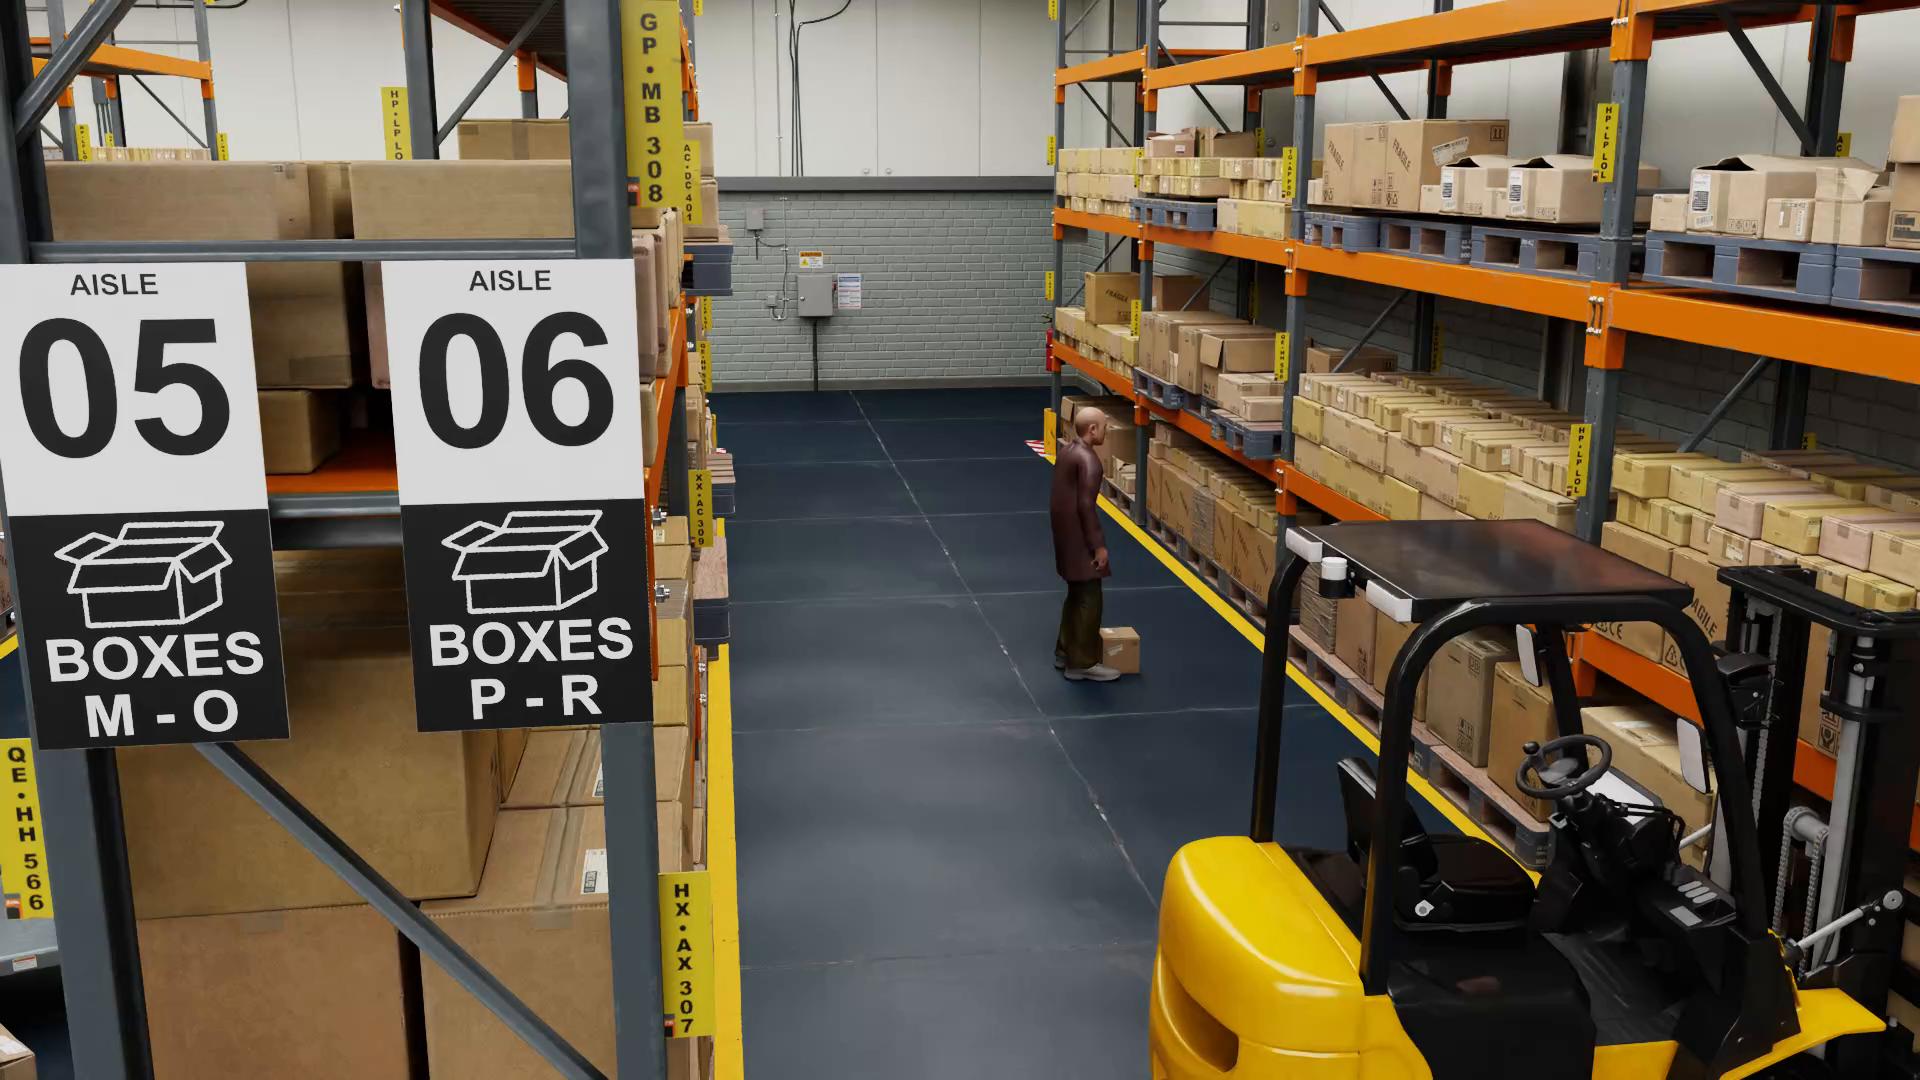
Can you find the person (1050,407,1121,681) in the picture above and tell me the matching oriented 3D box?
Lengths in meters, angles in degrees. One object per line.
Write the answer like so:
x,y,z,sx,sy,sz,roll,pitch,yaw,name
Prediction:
0.811,0.007,10.984,0.422,1.774,0.653,-3,13,-11,person
